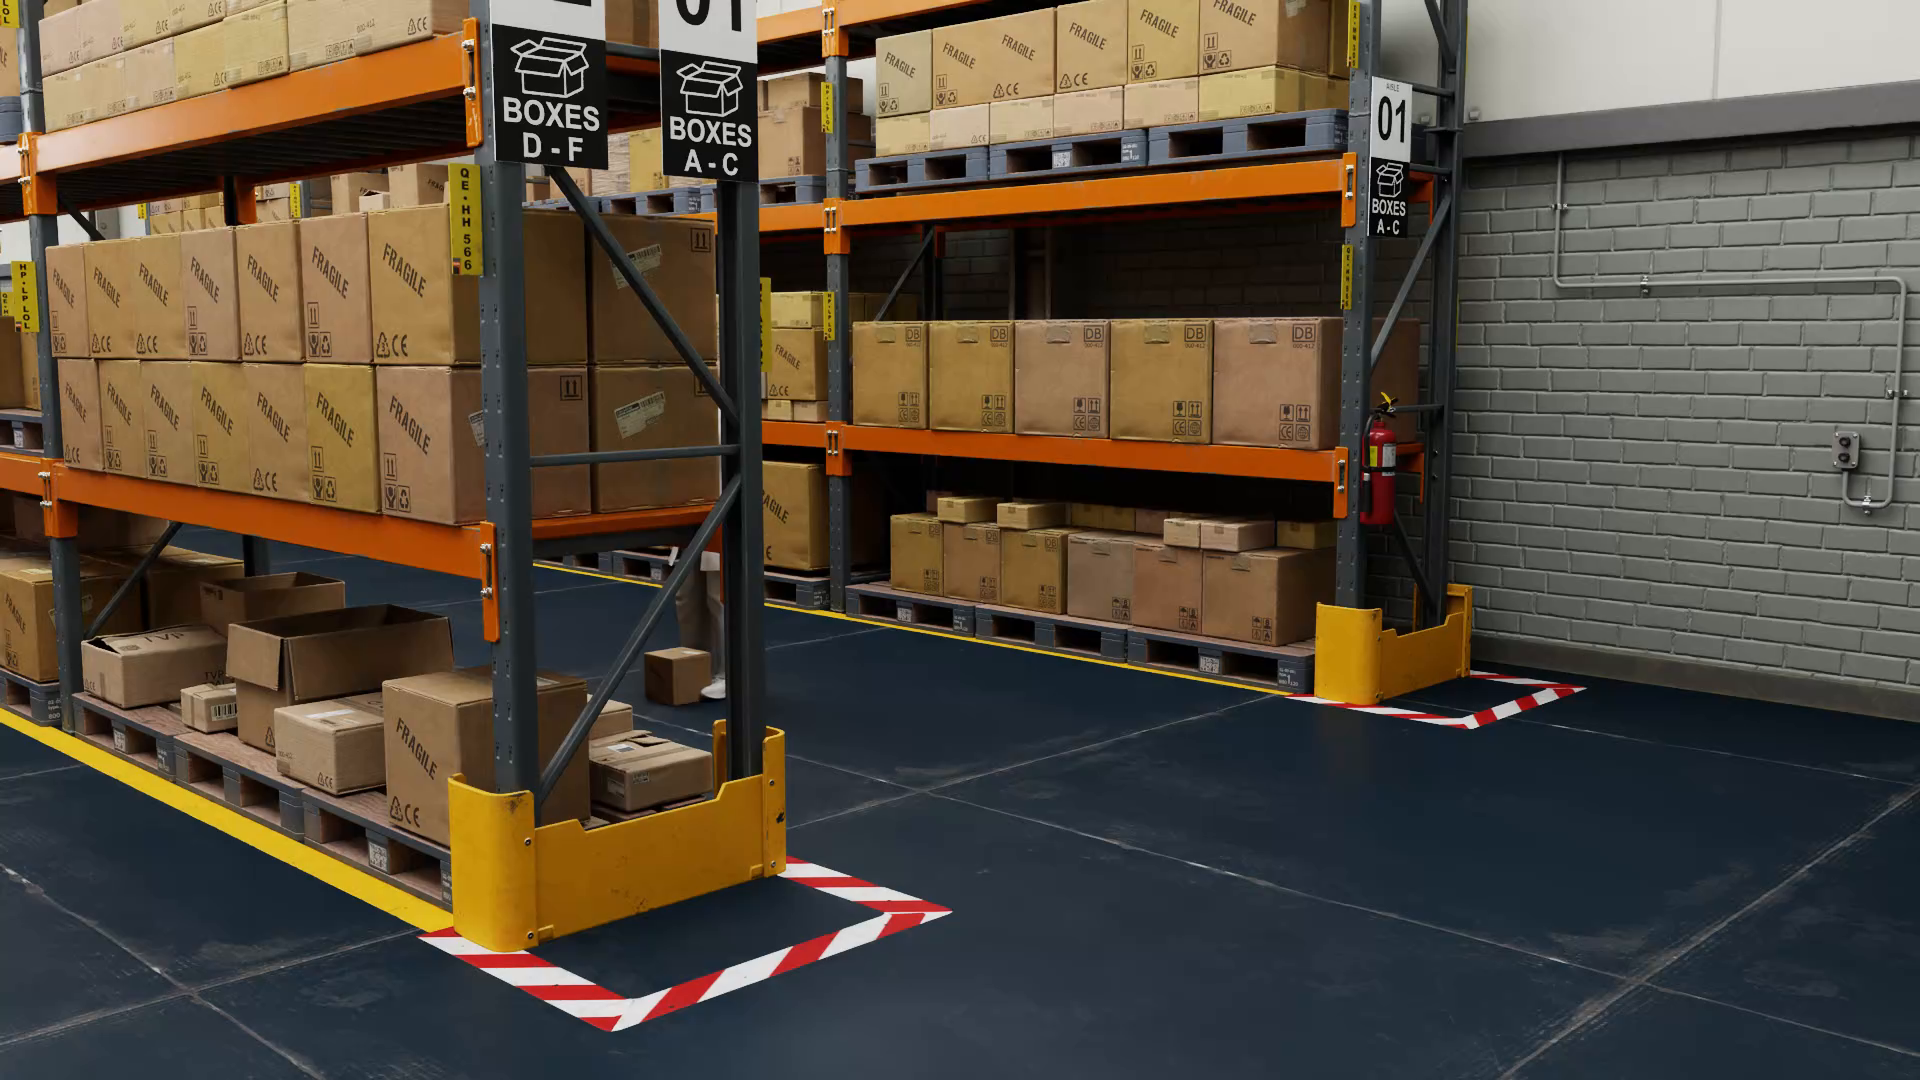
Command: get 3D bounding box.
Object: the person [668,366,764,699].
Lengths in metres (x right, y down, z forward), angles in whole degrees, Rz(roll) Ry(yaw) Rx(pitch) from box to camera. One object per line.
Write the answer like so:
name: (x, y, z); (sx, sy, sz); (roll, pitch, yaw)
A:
person: (-1.316, -0.062, 8.833); (0.641, 1.772, 0.428); (6, 9, 41)
